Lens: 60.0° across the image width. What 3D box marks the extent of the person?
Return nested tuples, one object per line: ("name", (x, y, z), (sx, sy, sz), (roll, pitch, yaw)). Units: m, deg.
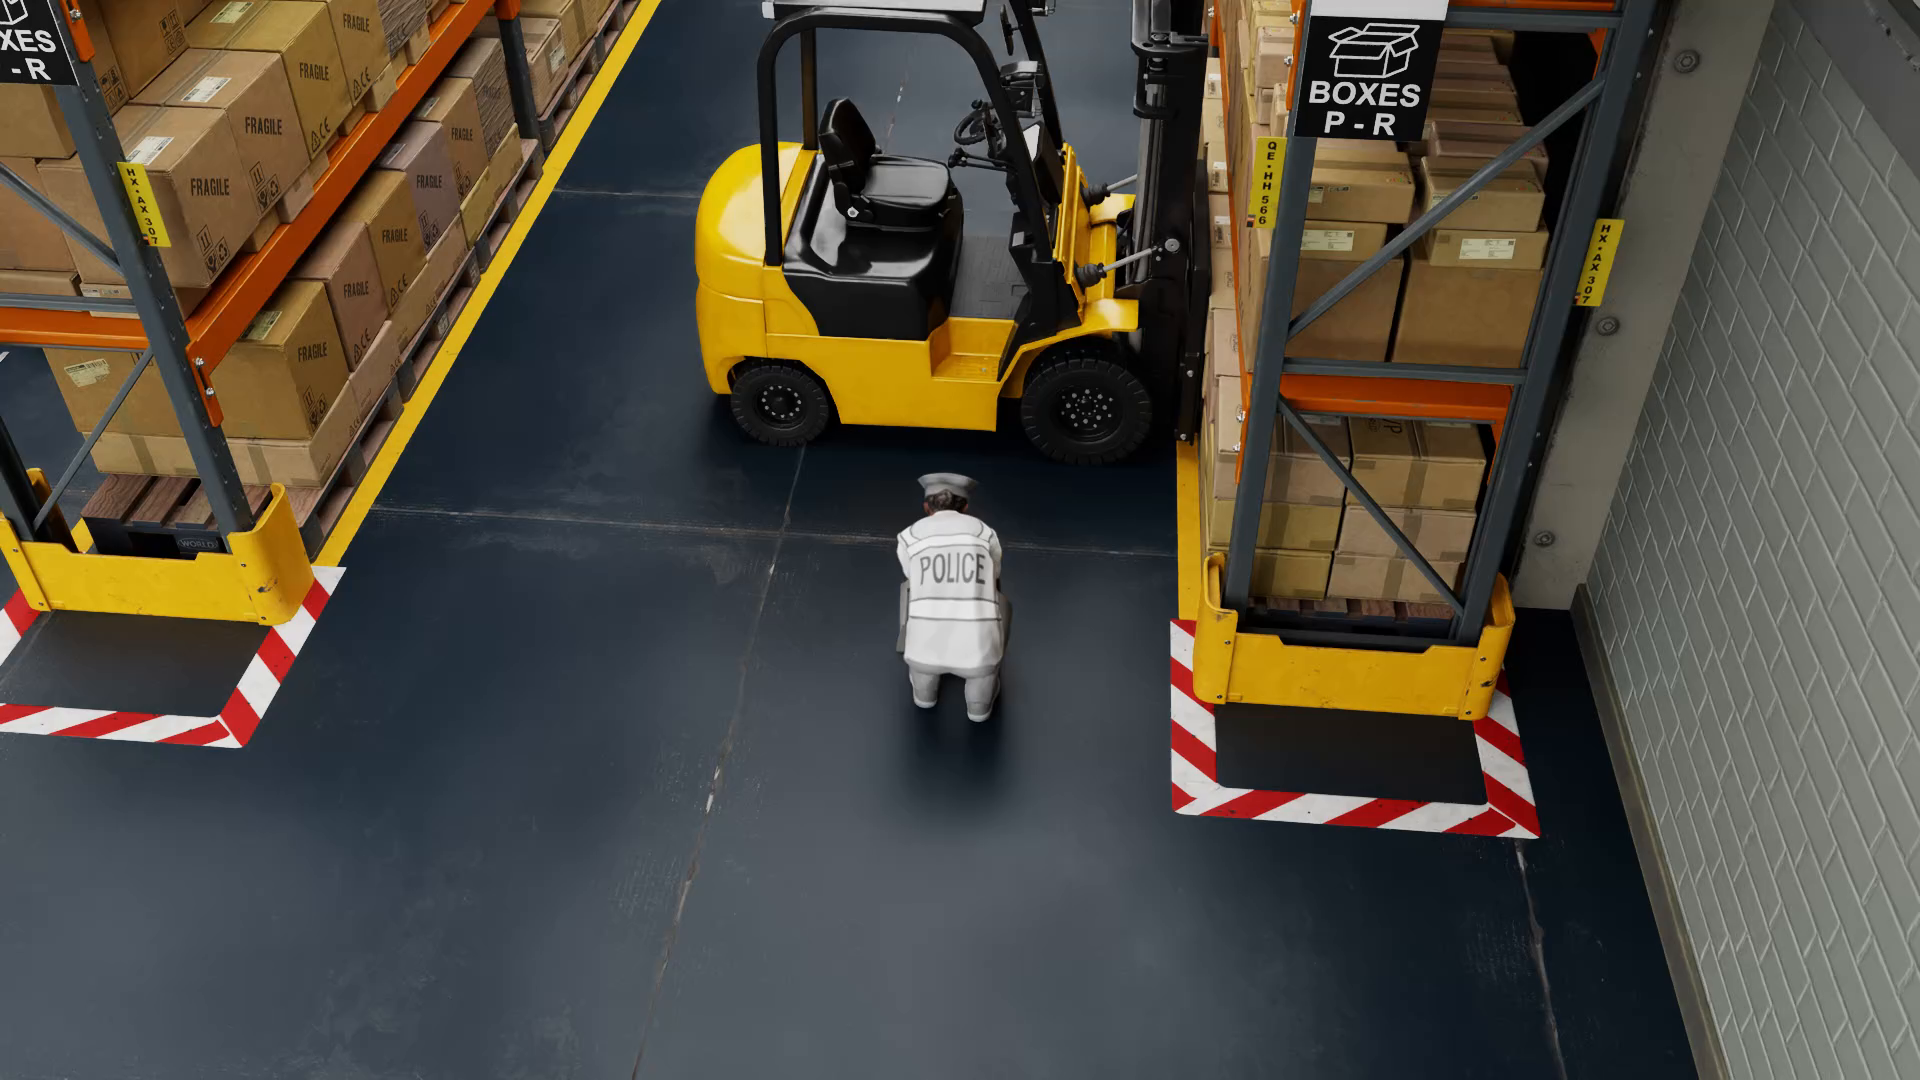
("person", (-0.024, 0.262, 6.613), (0.462, 0.809, 0.898), (3, 40, 3))
